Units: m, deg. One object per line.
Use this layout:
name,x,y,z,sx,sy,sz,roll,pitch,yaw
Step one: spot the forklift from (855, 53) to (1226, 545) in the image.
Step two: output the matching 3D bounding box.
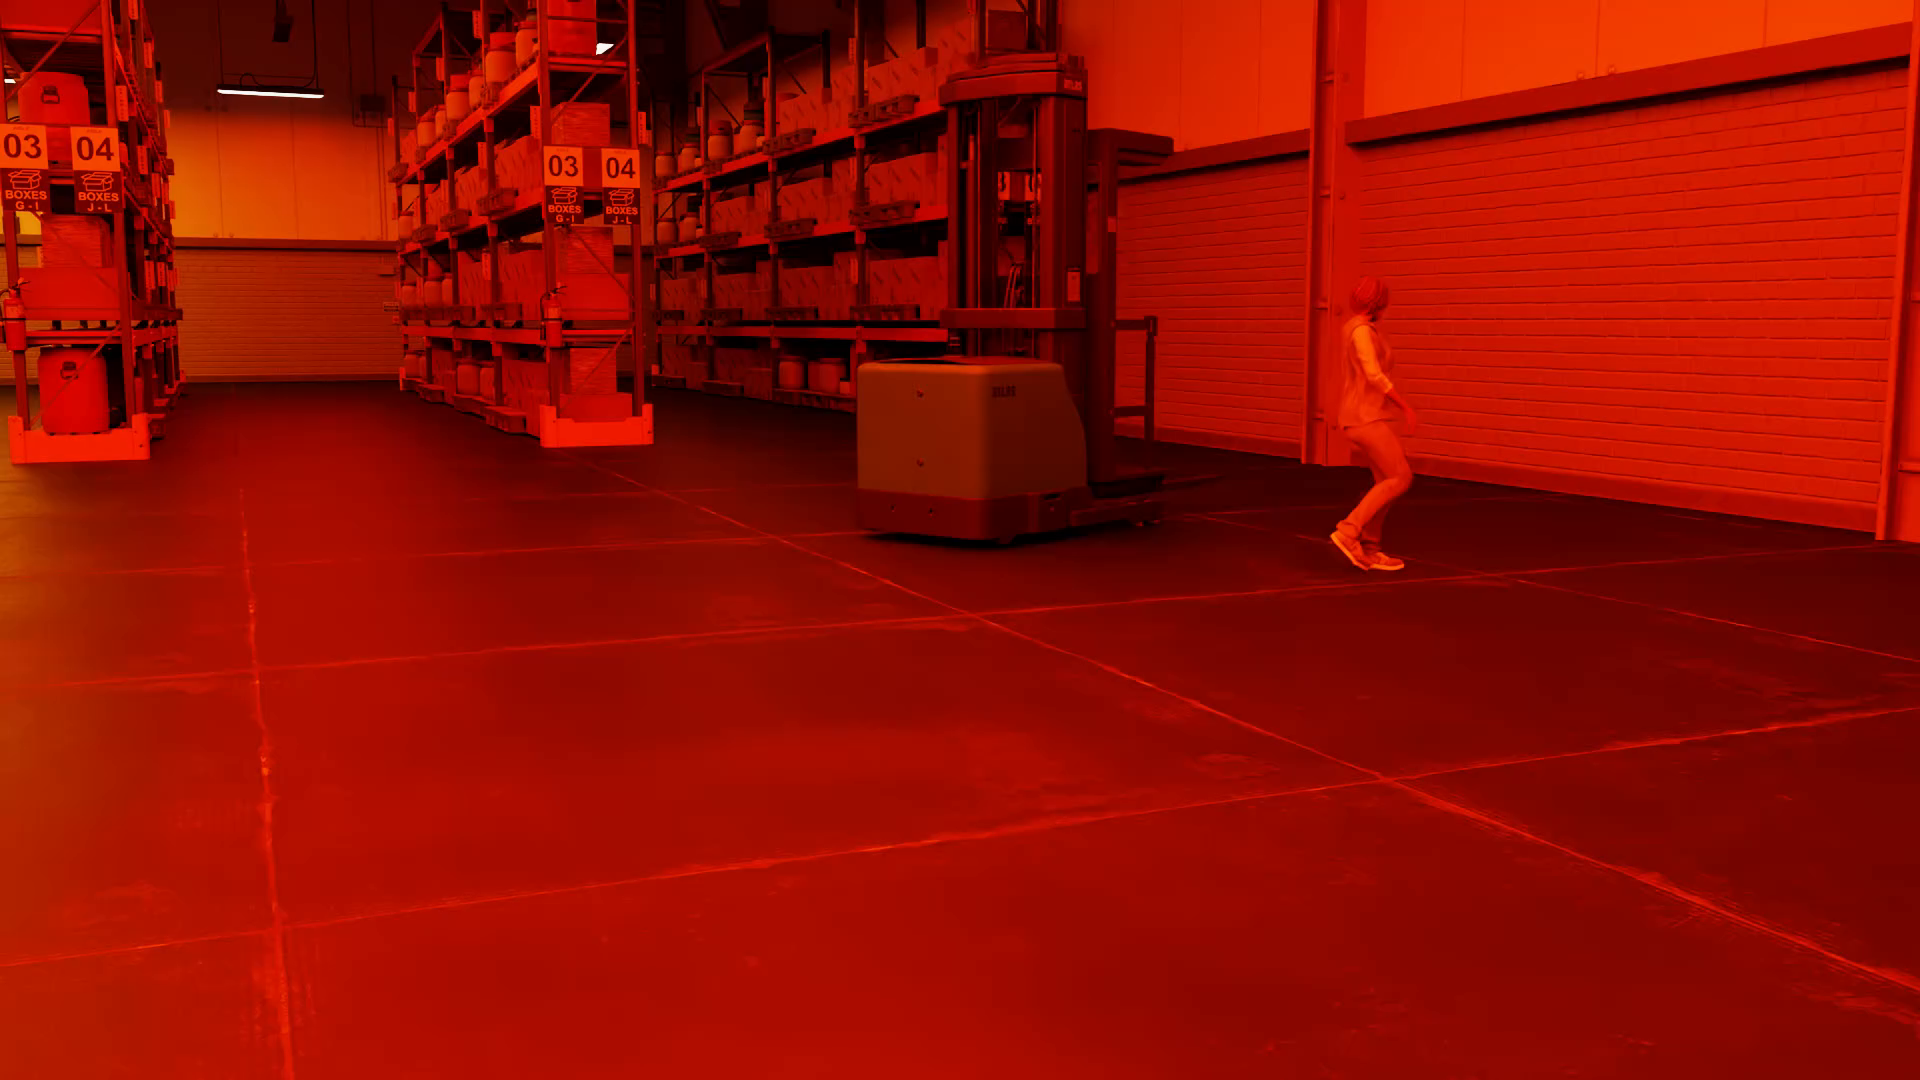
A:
forklift,0.687,-1.571,10.859,1.130,2.935,3.031,6,10,39

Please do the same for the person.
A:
person,2.220,-0.615,8.888,0.425,1.560,0.647,2,8,14
